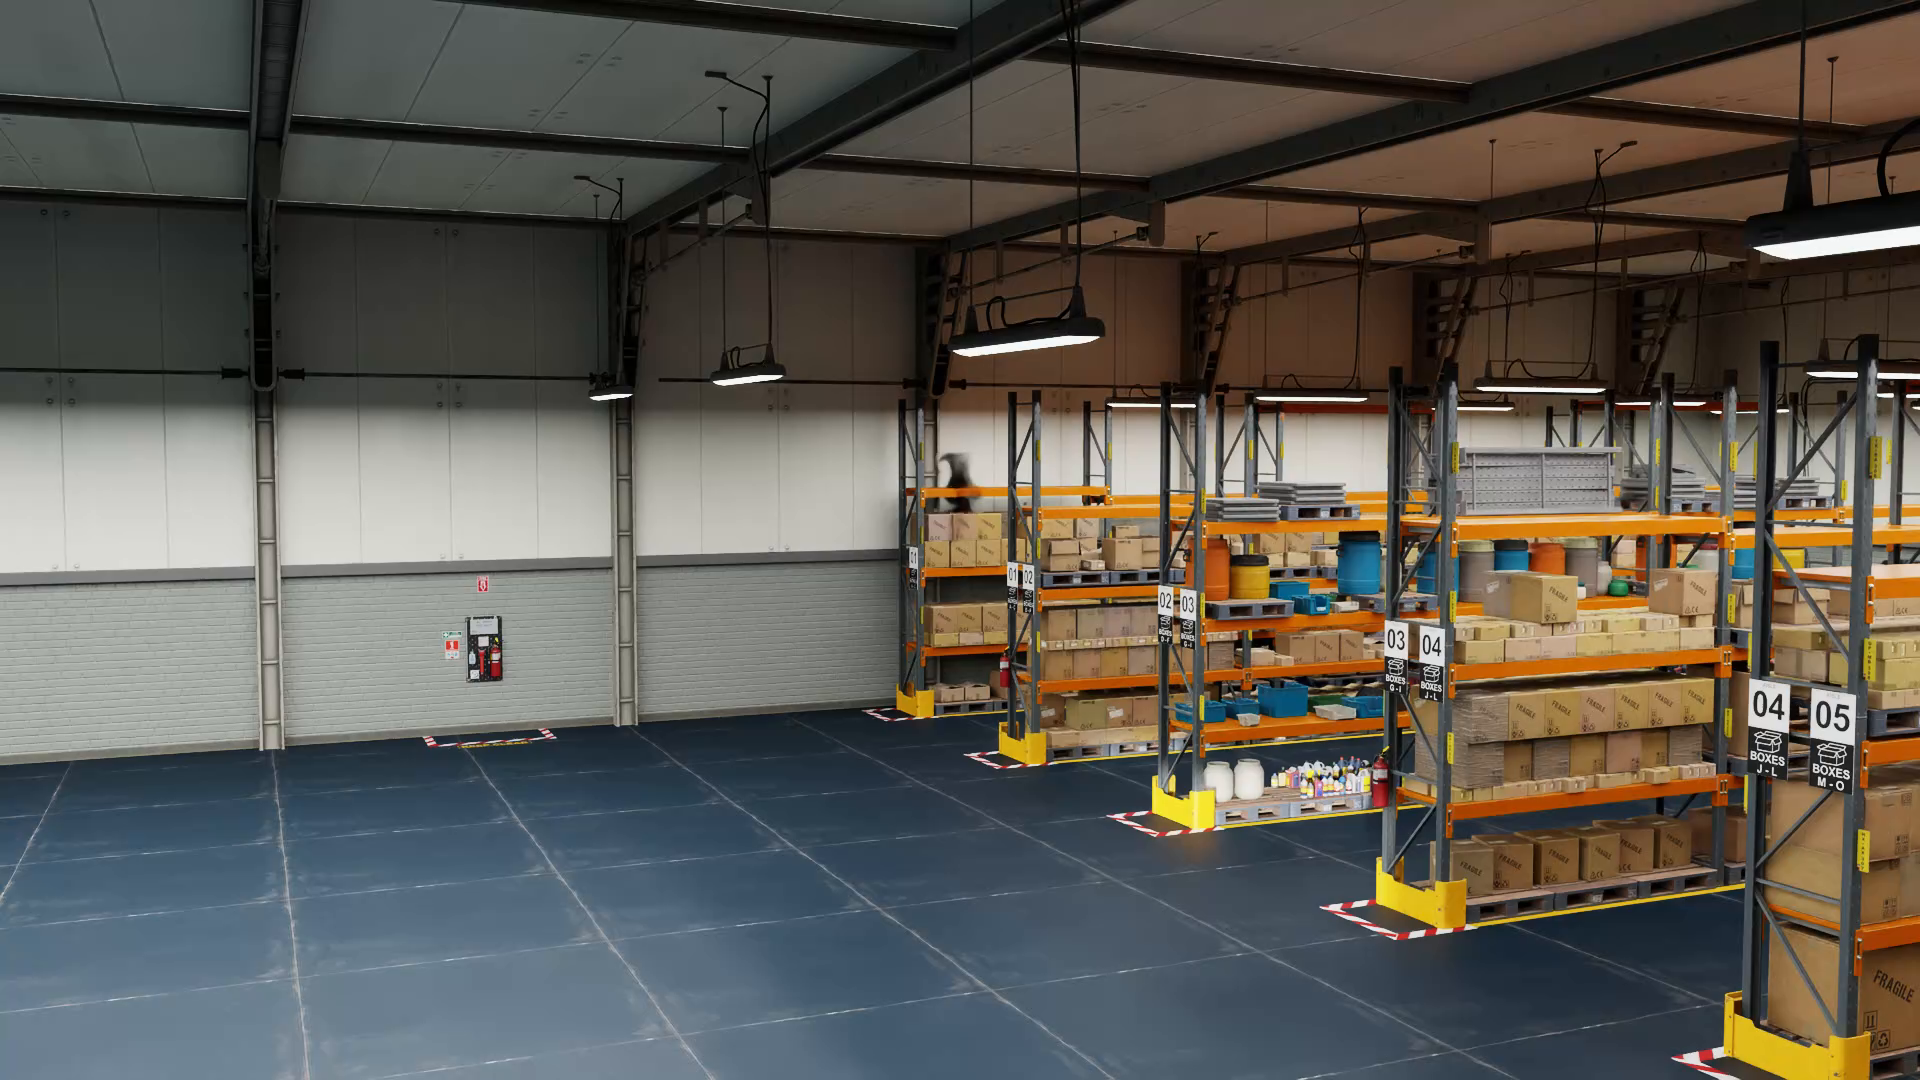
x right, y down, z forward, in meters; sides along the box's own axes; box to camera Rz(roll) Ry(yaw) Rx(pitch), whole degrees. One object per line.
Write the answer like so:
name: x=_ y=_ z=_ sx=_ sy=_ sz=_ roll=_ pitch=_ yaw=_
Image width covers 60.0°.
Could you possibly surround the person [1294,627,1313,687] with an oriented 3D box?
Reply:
person: x=6.728 y=2.431 z=32.640 sx=0.841 sy=1.707 sz=0.581 roll=-2 pitch=4 yaw=-31
